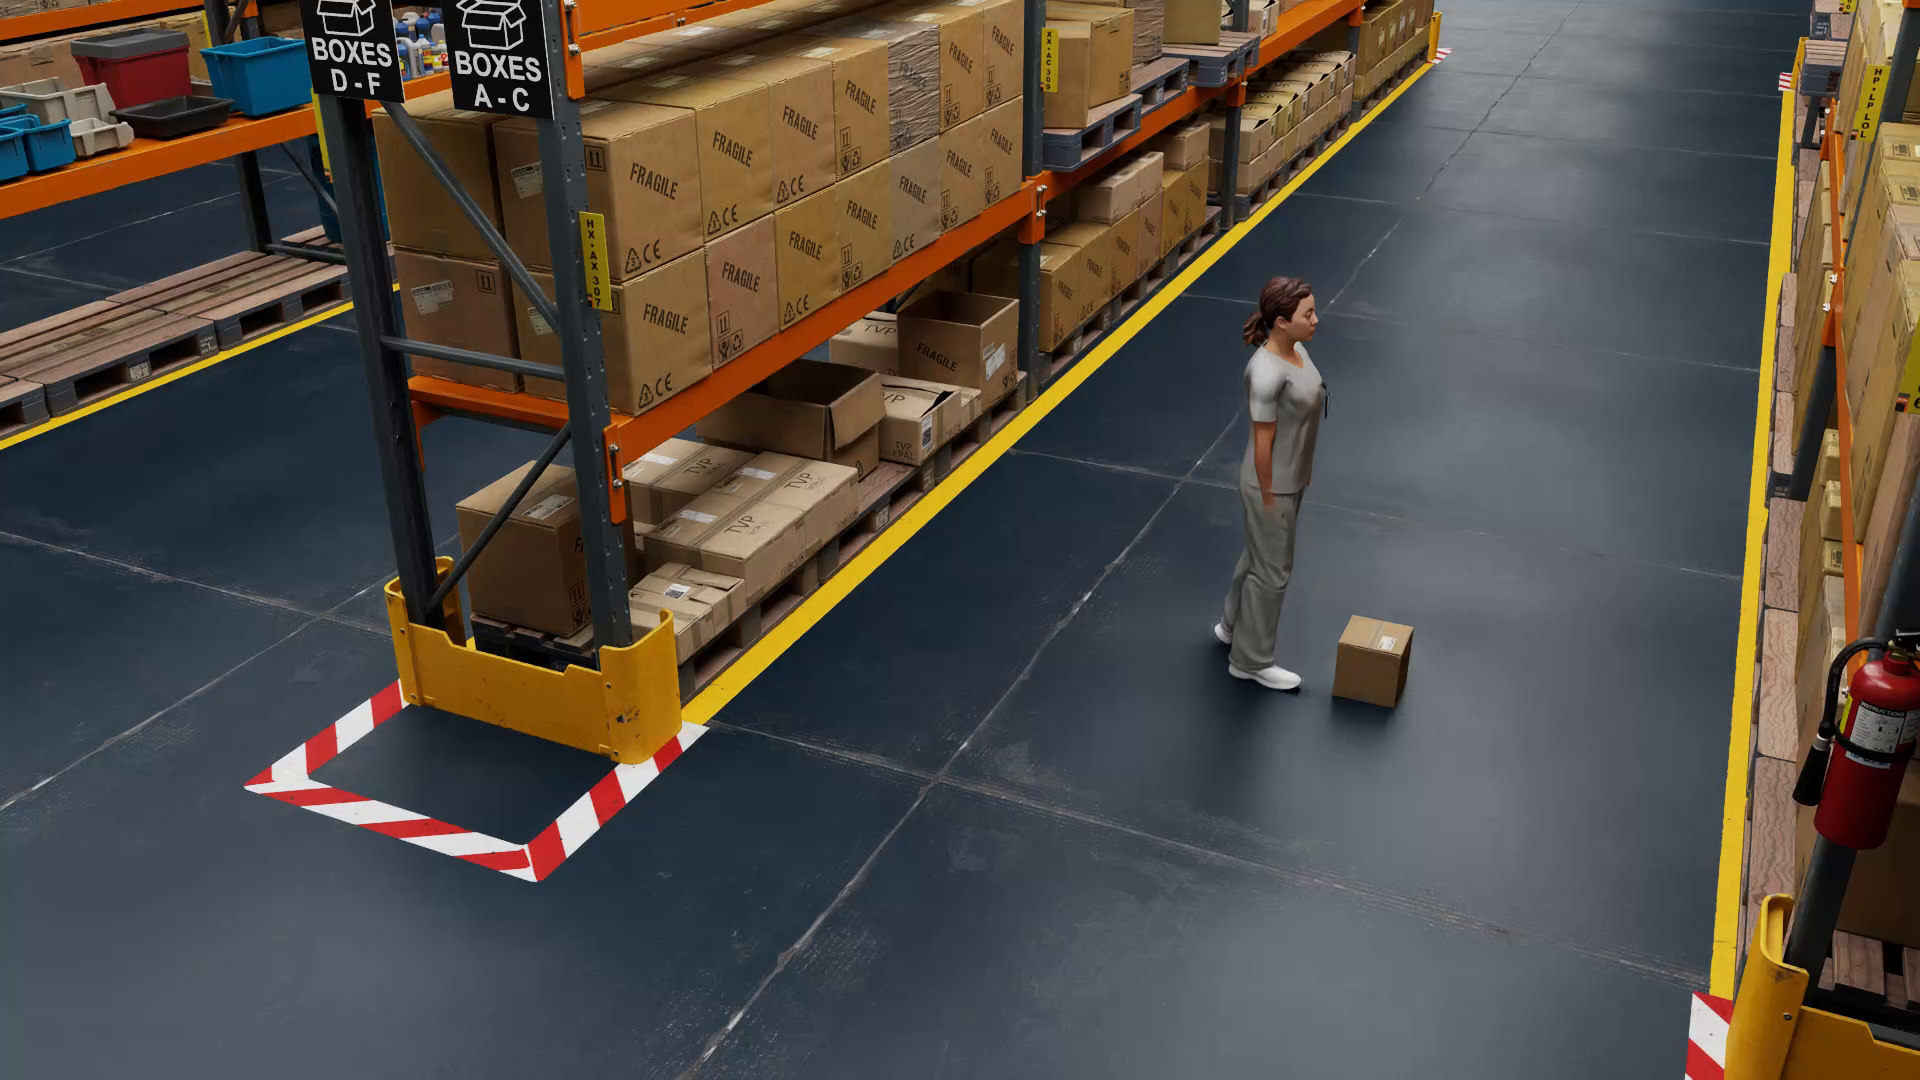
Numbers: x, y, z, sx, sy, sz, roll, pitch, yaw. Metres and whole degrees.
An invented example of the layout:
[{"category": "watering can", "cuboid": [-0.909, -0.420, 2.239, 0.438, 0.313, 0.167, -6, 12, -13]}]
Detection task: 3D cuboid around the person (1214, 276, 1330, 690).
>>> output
[{"category": "person", "cuboid": [1.242, -0.196, 6.607, 0.442, 1.748, 0.443, 12, 29, 23]}]
